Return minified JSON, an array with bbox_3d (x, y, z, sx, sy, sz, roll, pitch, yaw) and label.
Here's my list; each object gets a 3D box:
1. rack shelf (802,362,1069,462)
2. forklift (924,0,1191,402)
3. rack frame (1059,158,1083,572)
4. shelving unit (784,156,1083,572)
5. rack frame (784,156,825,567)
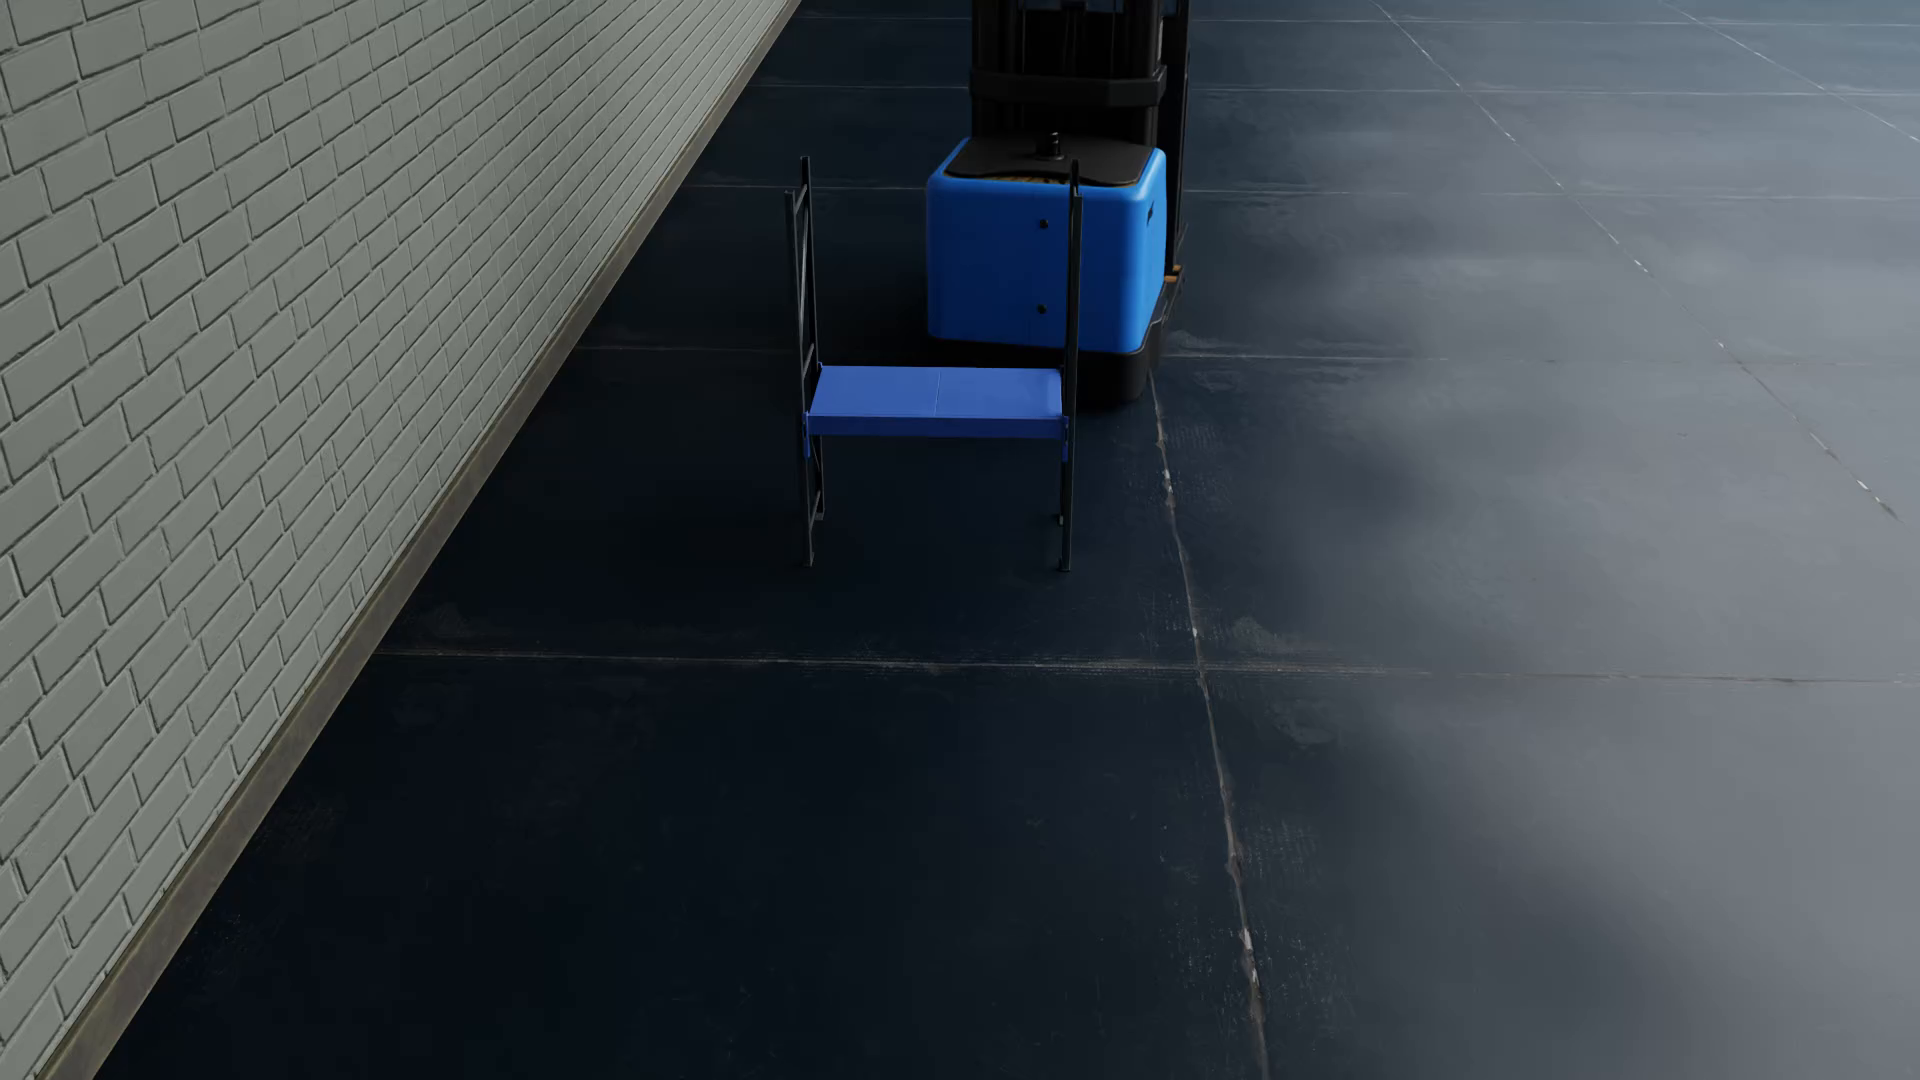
[{"bbox_3d":[-0.085,-0.505,6.486,1.000,0.185,0.538,1,28,2],"label":"rack shelf"},{"bbox_3d":[0.654,-2.617,8.557,1.130,2.935,3.031,6,29,11],"label":"forklift"},{"bbox_3d":[0.423,-0.656,6.386,0.032,1.500,0.500,1,28,2],"label":"rack frame"},{"bbox_3d":[-0.085,-0.664,6.401,1.048,1.500,0.538,1,28,2],"label":"shelving unit"},{"bbox_3d":[-0.593,-0.672,6.417,0.032,1.500,0.500,1,28,2],"label":"rack frame"}]
